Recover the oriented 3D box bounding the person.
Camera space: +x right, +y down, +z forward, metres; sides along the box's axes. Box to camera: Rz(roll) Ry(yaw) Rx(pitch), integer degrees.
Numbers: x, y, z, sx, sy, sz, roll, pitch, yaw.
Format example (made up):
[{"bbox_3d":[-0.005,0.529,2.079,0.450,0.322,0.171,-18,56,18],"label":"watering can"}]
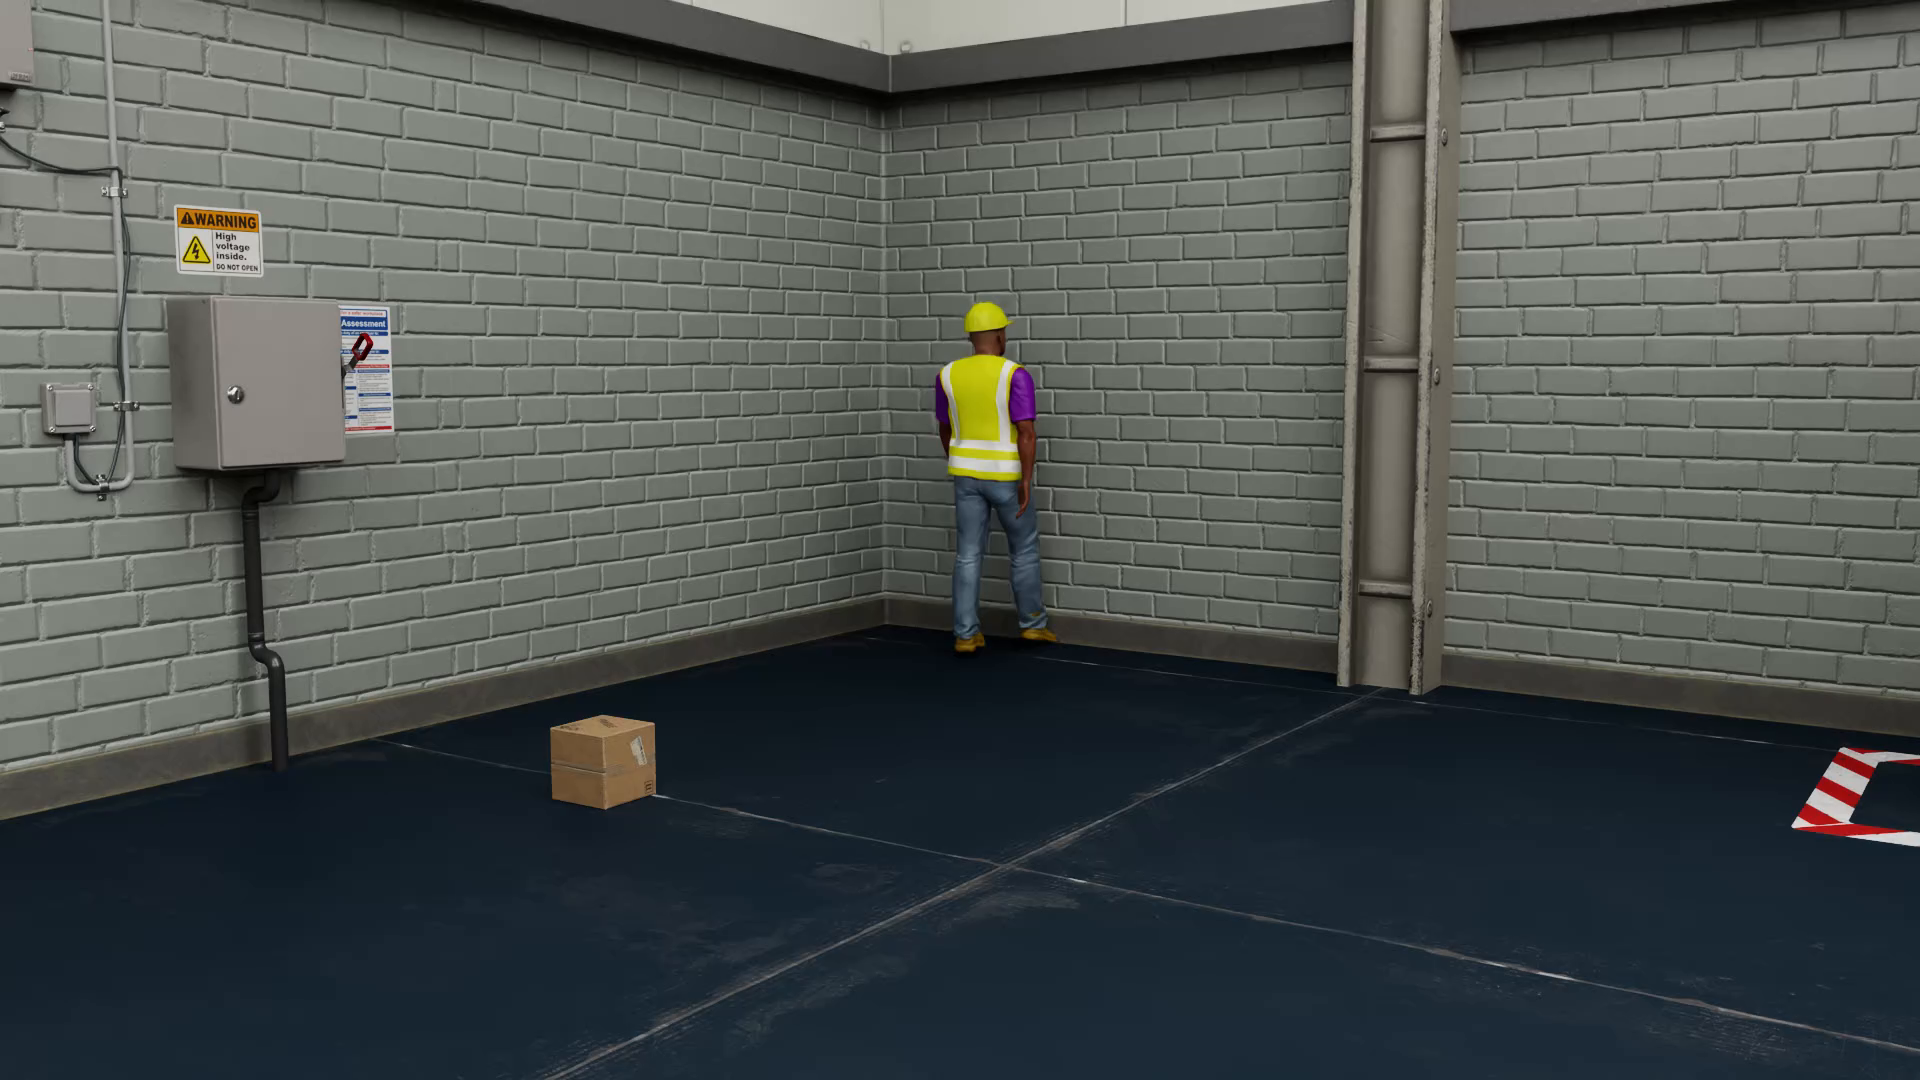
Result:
[{"bbox_3d":[0.188,-0.320,8.508,0.578,1.772,0.756,3,7,22],"label":"person"}]
